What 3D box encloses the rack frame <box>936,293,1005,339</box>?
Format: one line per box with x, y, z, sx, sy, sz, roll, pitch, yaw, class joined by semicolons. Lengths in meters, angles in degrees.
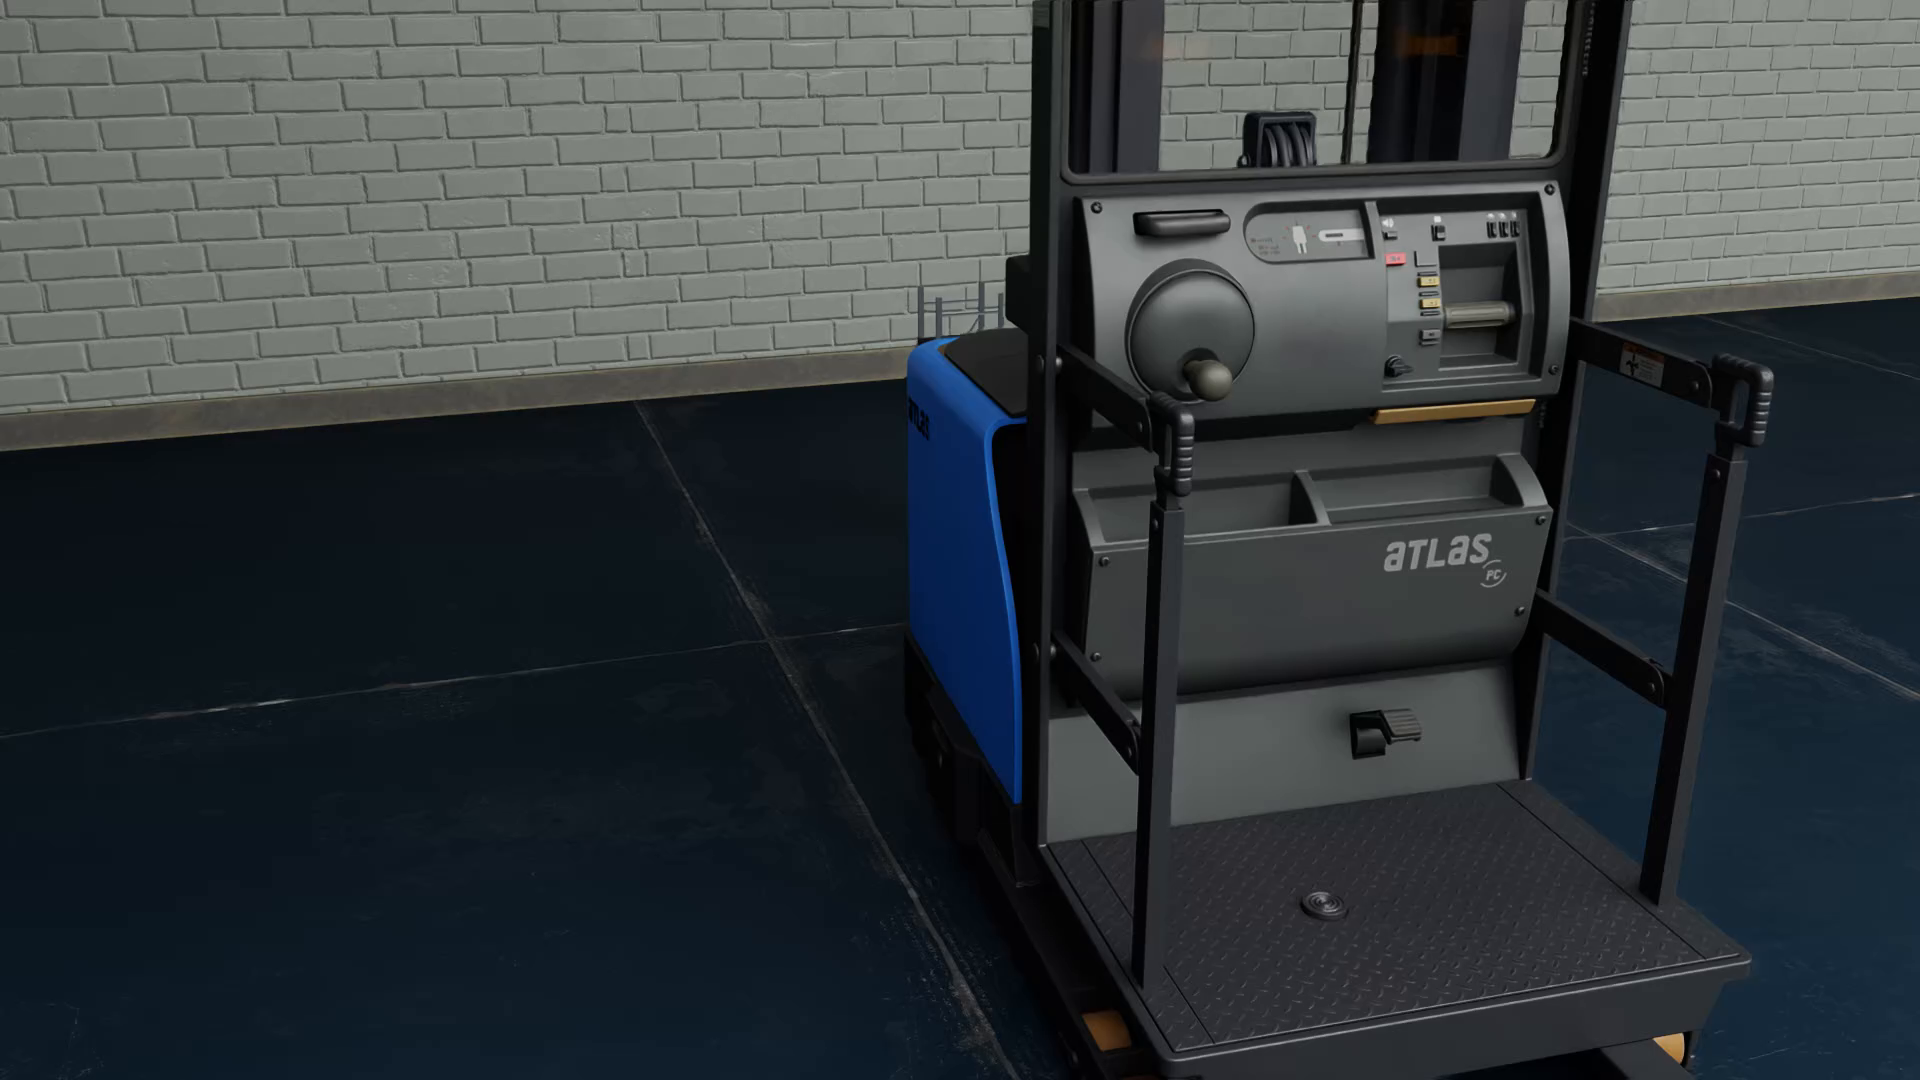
0.034;-0.388;5.666;0.240;0.900;0.006;-6;21;-17;rack frame

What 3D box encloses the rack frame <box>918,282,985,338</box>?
-0.029;-0.454;5.848;0.240;0.900;0.006;-6;21;-17;rack frame

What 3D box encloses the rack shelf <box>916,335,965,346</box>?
0.003;-0.644;5.677;0.258;0.077;0.200;-6;21;-17;rack shelf

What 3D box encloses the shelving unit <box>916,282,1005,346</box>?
0.003;-0.421;5.757;0.258;0.900;0.210;-6;21;-17;shelving unit

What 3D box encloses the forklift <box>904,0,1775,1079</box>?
0.723;-0.431;2.781;1.130;2.935;3.031;-5;20;-14;forklift
